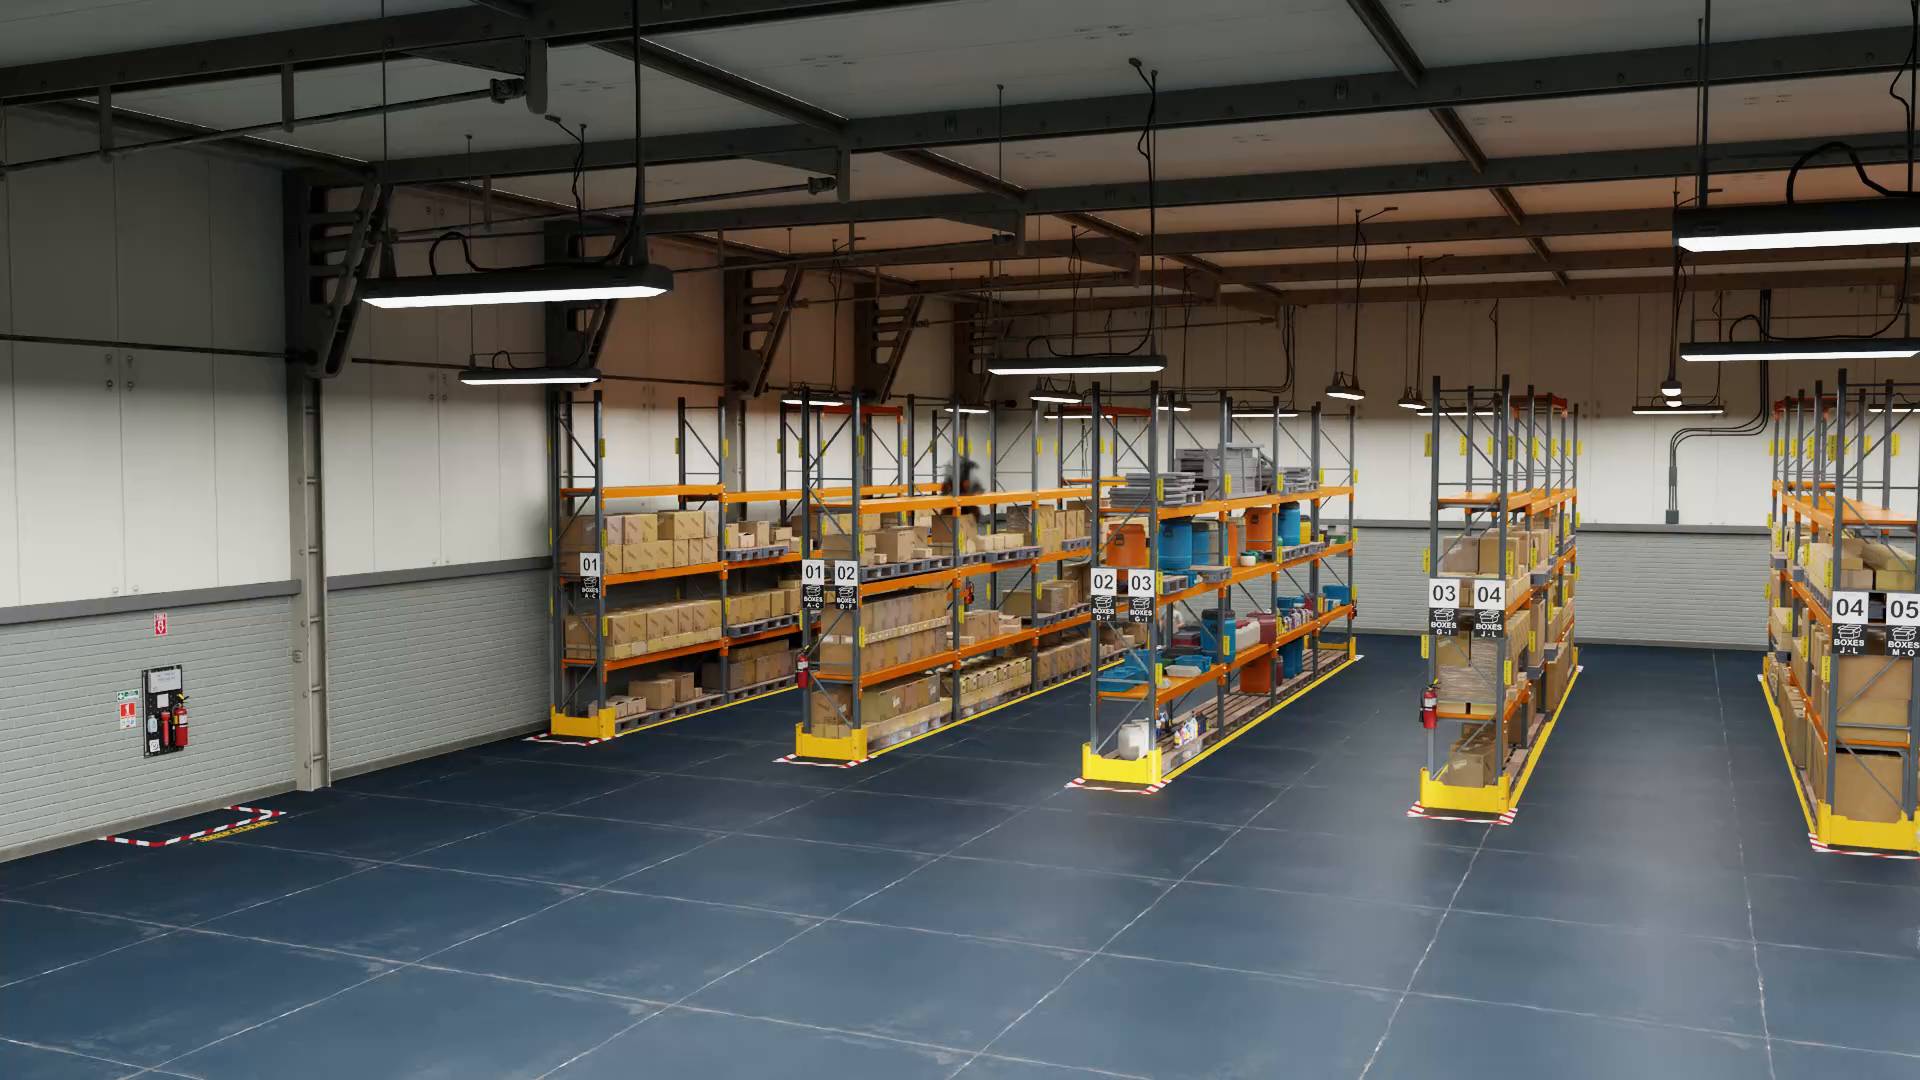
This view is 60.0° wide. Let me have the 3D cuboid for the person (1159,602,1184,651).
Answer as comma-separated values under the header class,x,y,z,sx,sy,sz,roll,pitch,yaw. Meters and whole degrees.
class,x,y,z,sx,sy,sz,roll,pitch,yaw
person,4.705,2.126,37.122,0.577,1.641,0.868,1,3,15
